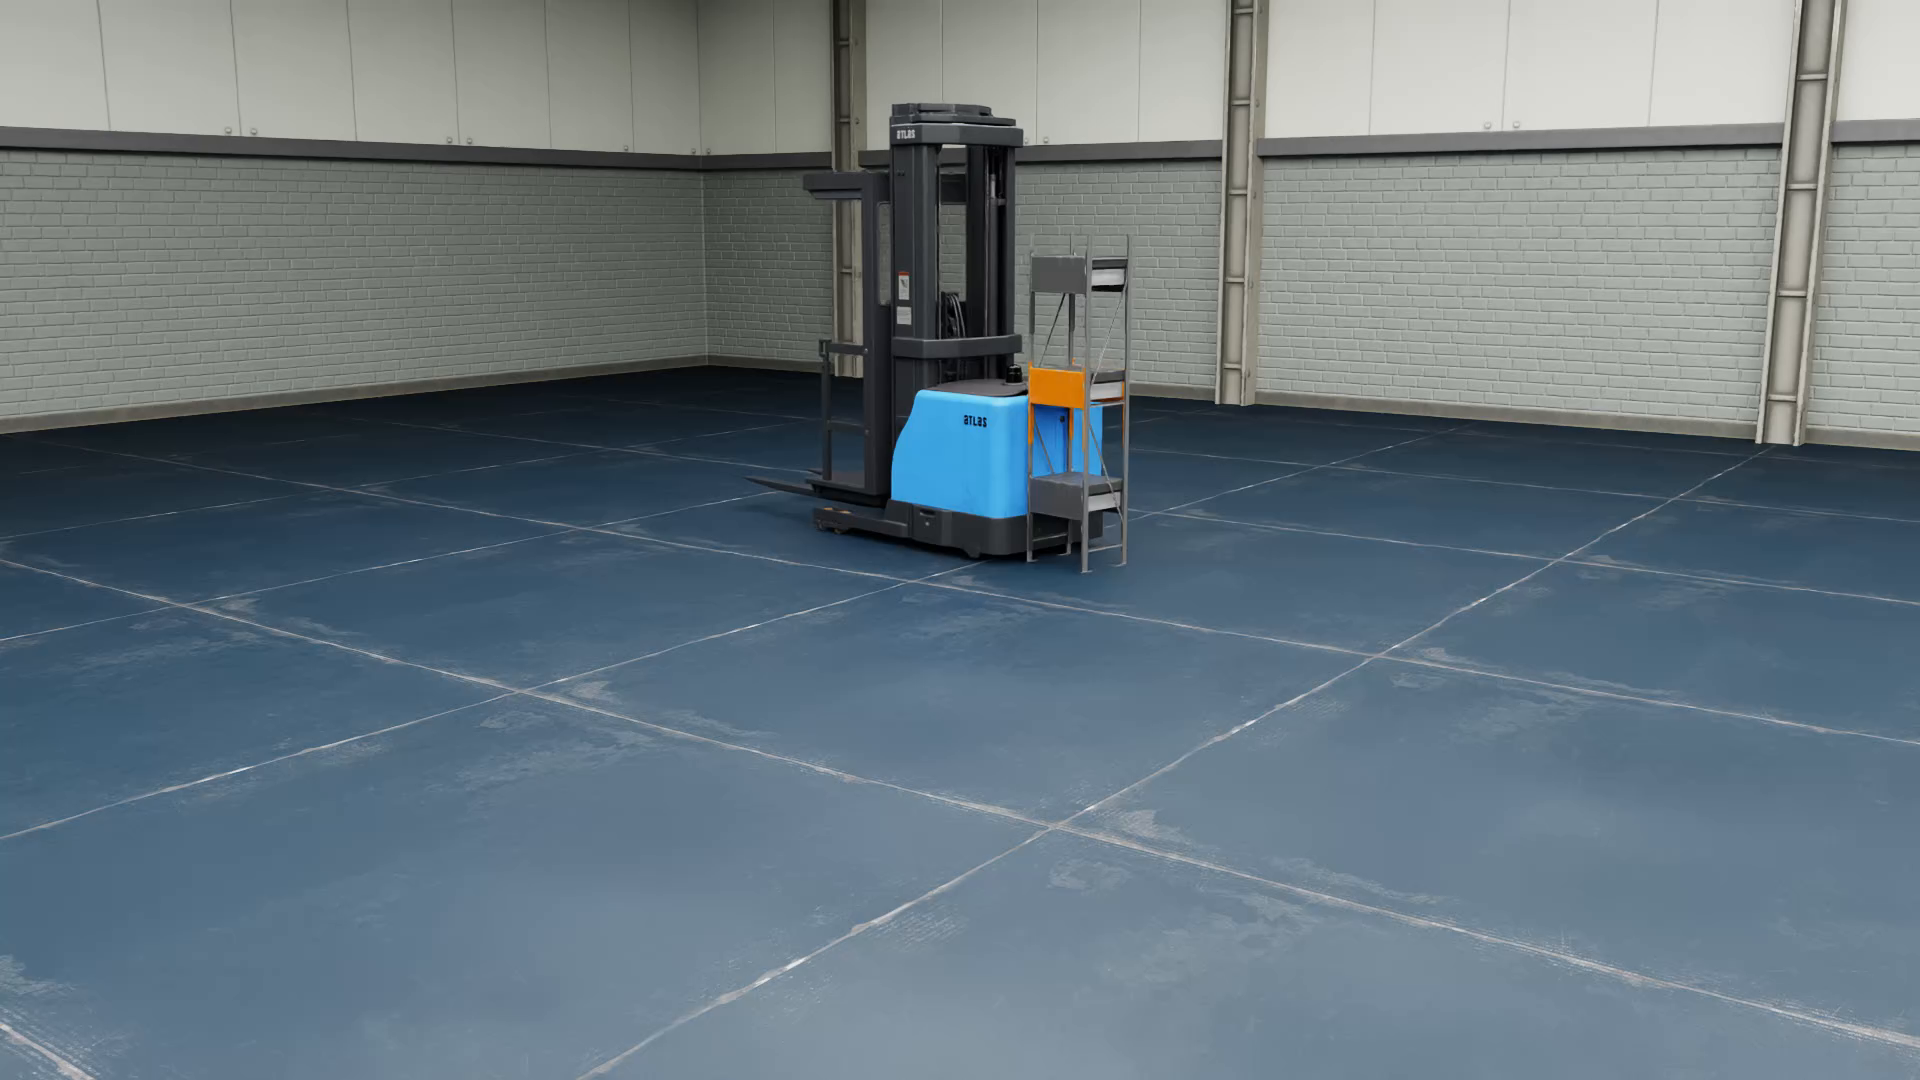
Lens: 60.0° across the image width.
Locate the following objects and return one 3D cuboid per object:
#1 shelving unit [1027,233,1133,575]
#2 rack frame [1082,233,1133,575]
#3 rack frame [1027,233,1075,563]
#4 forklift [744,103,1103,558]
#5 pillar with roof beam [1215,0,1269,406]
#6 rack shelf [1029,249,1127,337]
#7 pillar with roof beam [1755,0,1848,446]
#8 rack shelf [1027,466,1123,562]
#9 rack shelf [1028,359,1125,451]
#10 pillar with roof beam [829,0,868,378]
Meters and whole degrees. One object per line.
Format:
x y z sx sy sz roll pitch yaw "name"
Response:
0.750 -0.875 10.526 0.431 2.100 0.503 -10 15 -42 "shelving unit"
0.916 -0.841 10.350 0.400 2.100 0.015 -10 15 -42 "rack frame"
0.584 -0.909 10.701 0.400 2.100 0.015 -10 15 -42 "rack frame"
-0.402 -1.540 11.773 1.130 2.935 3.031 -10 15 -42 "forklift"
0.764 -5.400 15.750 0.400 9.000 9.100 8 13 36 "pillar with roof beam"
0.750 -1.549 10.395 0.431 0.518 0.480 -10 15 -42 "rack shelf"
5.600 -4.725 12.263 0.400 9.000 9.100 8 13 36 "pillar with roof beam"
0.750 -0.175 10.661 0.431 0.518 0.480 -10 15 -42 "rack shelf"
0.750 -0.862 10.528 0.431 0.518 0.480 -10 15 -42 "rack shelf"
-4.072 -6.074 19.237 0.400 9.000 9.100 8 13 36 "pillar with roof beam"
